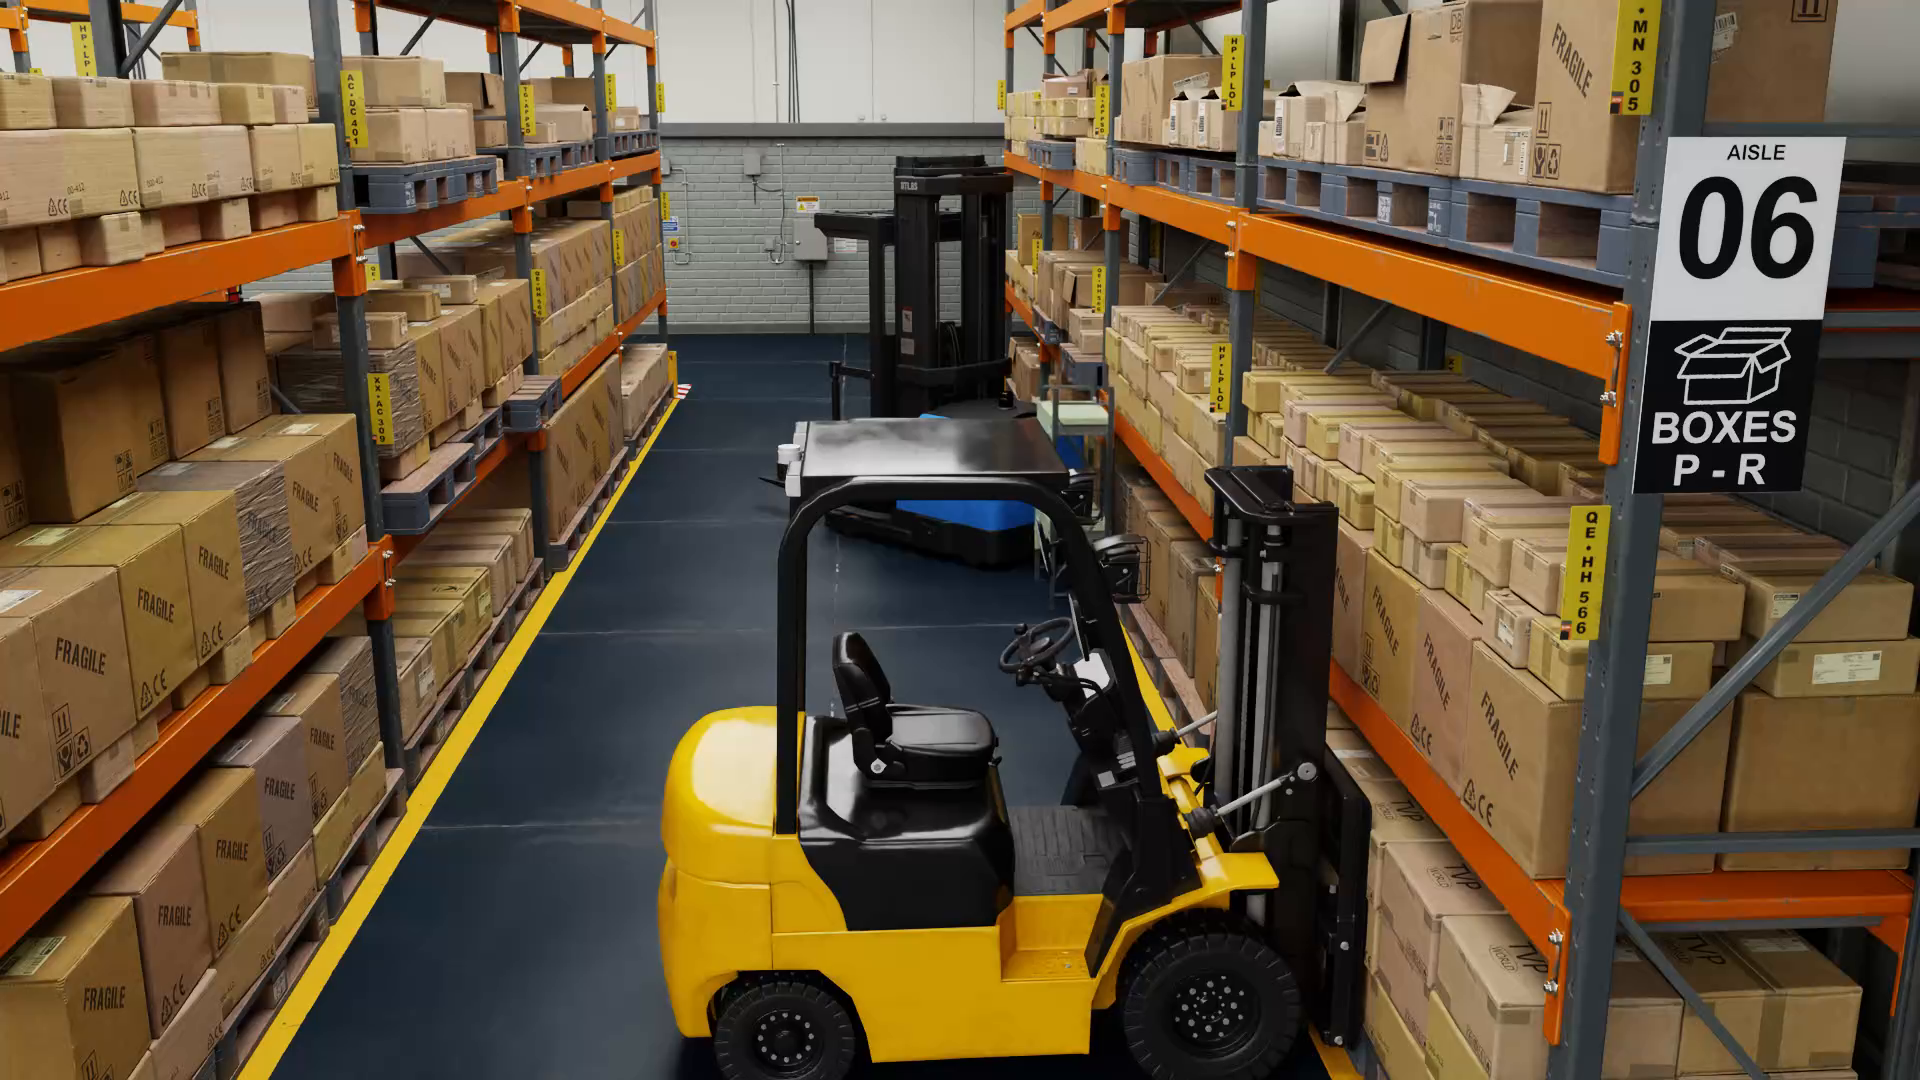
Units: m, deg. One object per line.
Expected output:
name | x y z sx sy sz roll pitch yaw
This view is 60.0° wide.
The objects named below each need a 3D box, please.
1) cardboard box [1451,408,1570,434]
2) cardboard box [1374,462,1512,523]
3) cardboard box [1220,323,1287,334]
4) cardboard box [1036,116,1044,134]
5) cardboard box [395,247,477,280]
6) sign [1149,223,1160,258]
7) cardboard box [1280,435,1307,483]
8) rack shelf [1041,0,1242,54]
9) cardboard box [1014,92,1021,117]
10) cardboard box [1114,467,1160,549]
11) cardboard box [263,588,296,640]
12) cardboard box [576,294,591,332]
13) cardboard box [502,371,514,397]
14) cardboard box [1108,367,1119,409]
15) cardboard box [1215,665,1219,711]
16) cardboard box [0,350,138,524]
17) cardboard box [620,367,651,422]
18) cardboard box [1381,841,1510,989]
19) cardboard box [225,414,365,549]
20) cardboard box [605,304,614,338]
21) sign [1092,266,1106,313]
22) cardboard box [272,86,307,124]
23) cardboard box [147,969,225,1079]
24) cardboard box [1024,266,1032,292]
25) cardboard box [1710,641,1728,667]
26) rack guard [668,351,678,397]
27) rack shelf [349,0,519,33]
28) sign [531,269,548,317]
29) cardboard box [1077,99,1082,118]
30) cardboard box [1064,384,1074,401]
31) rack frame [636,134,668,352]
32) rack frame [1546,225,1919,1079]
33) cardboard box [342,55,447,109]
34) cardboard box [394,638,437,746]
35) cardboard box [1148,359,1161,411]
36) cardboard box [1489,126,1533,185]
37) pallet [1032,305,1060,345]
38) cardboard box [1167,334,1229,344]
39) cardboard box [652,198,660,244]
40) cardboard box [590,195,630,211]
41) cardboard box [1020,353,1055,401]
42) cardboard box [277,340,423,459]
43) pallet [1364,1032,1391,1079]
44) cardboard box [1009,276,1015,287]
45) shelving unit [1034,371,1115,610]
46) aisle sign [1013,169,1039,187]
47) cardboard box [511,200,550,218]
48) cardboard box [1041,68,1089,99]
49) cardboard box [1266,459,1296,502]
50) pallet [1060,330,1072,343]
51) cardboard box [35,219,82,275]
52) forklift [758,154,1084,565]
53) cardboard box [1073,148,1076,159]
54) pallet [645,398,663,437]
cardboard box | 2.164 -0.423 6.550 0.380 0.149 0.250 -1 14 -4
cardboard box | 1.600 -0.159 5.526 0.380 0.149 0.250 -1 14 -2
cardboard box | 1.845 -1.270 10.441 0.380 0.149 0.250 -1 14 -4
cardboard box | 0.871 -3.673 14.722 0.380 0.149 0.250 -1 14 -3
cardboard box | -3.731 -1.820 11.873 0.500 0.500 0.500 -1 14 -5
sign | 1.822 -2.805 15.586 0.100 0.325 0.005 -1 14 -3
cardboard box | 1.524 -0.334 6.801 0.380 0.149 0.250 -1 14 -2
rack shelf | 1.393 -4.101 13.153 1.077 0.370 4.000 -1 14 -3
cardboard box | 0.855 -4.630 17.684 0.500 0.250 0.500 -1 14 -4
cardboard box | 1.541 -0.138 11.467 0.875 0.625 0.625 0 14 -2
cardboard box | -2.799 0.281 6.417 0.380 0.149 0.250 -1 14 -4
cardboard box | -3.290 -1.841 13.460 0.500 0.250 0.500 -1 14 -2
cardboard box | -3.026 -0.976 10.463 0.380 0.149 0.250 -2 15 -6
cardboard box | 1.300 -1.054 11.403 0.500 0.250 0.500 -1 14 -3
cardboard box | 1.486 0.766 7.703 0.500 0.250 0.500 -1 14 -4
cardboard box | -3.242 -0.351 5.567 0.700 0.500 0.500 -1 14 -4
cardboard box | -3.673 -1.501 17.138 0.875 0.438 0.875 -1 14 -5
cardboard box | 1.635 1.157 5.180 0.500 0.250 0.500 -1 14 -2
cardboard box | -2.914 -0.254 7.196 0.500 0.500 0.500 -1 14 -5
cardboard box | -3.406 -1.977 14.993 0.500 0.250 0.500 -1 14 -5
sign | 0.975 -1.752 11.651 0.100 0.325 0.005 -1 14 -3
cardboard box | -2.859 -1.746 6.678 0.380 0.149 0.250 -1 14 -5
cardboard box | -2.740 1.623 5.374 0.500 0.250 0.500 0 14 -1
cardboard box | 0.930 -2.678 17.119 0.500 0.250 0.500 -1 14 -4
cardboard box | 2.171 0.238 4.580 0.380 0.149 0.250 -1 14 -3
rack guard | -3.935 -1.948 19.594 1.175 0.500 0.348 -1 14 -3
rack shelf | -3.314 -3.029 8.985 1.077 0.370 4.000 -1 14 -3
sign | -2.896 -1.696 11.433 0.100 0.325 0.005 -1 14 -3
cardboard box | 1.119 -3.361 12.954 0.380 0.149 0.250 -1 14 -3
cardboard box | 1.147 -1.317 14.999 0.380 0.149 0.250 -2 15 -6
rack frame | -3.933 -3.152 19.259 1.000 3.000 0.127 -1 14 -3
rack frame | 2.012 0.749 4.095 1.000 3.000 0.127 -1 14 -3
cardboard box | -2.867 -2.269 8.260 0.500 0.250 0.500 -1 14 -5
cardboard box | -3.225 0.771 8.442 0.950 0.372 0.625 -1 14 -3
cardboard box | 1.401 -0.914 9.857 0.500 0.250 0.500 -1 14 -3
cardboard box | 1.658 -1.035 4.470 0.380 0.149 0.250 -1 14 -5
pallet | 1.209 -1.942 14.939 1.003 0.211 1.213 -1 14 -3
cardboard box | 1.445 -1.135 9.916 0.380 0.149 0.250 -1 14 -3
cardboard box | -3.666 -3.569 18.670 0.500 0.500 0.500 0 14 -2
cardboard box | -3.477 -3.343 16.489 0.380 0.149 0.250 -1 14 -5
cardboard box | 0.911 -1.723 17.877 0.500 0.500 0.500 -1 14 -2
cardboard box | -2.932 -0.685 8.028 0.500 0.500 0.500 -1 14 -2
pallet | 1.923 1.910 5.179 1.003 0.211 1.213 -1 14 -3
cardboard box | 0.767 -3.022 19.257 0.380 0.149 0.250 -1 14 -4
shelving unit | 0.769 -0.351 11.354 0.431 1.500 0.755 -1 14 -5
aisle sign | 0.723 -4.501 19.285 0.394 0.787 0.004 -1 14 -3
cardboard box | -4.022 -3.076 15.453 0.380 0.149 0.250 -1 14 -5
cardboard box | 0.939 -4.082 14.886 0.396 0.266 0.258 -1 14 -4
cardboard box | 1.580 -0.050 7.002 0.500 0.500 0.500 -1 14 -2
pallet | 1.391 -1.631 13.731 1.003 0.211 1.213 -1 14 -3
cardboard box | -2.786 -0.849 4.792 0.380 0.149 0.250 -1 14 -5
forklift | -0.435 -1.531 13.095 1.130 2.935 3.031 -14 20 -42
cardboard box | 0.951 -3.651 15.681 0.380 0.149 0.250 -1 14 -4
pallet | -3.733 -1.302 17.662 1.003 0.211 1.213 -1 14 -3
